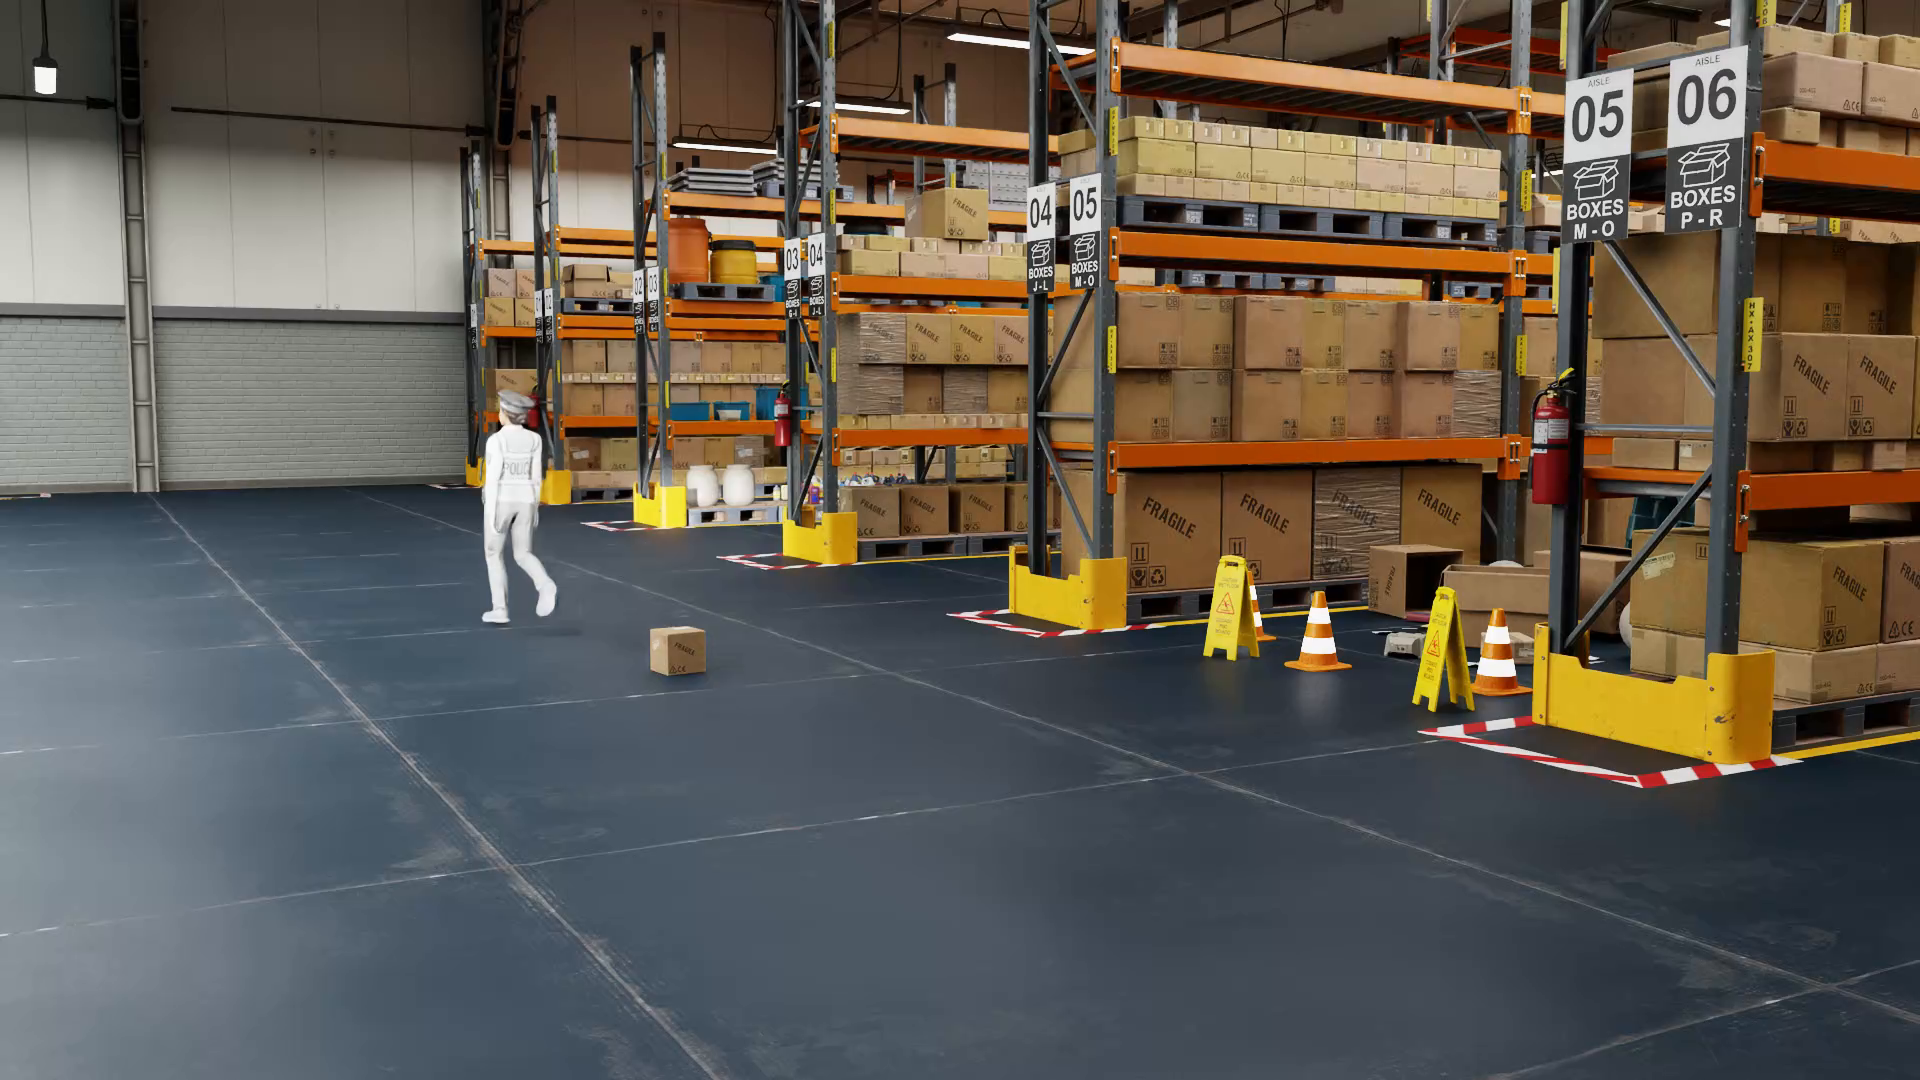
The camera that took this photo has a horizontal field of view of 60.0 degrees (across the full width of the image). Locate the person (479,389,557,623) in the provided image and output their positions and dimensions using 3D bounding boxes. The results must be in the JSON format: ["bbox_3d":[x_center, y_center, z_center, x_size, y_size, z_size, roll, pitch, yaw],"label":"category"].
[{"bbox_3d":[-3.174,-0.233,11.828,0.474,1.669,0.666,-5,7,-44],"label":"person"}]
